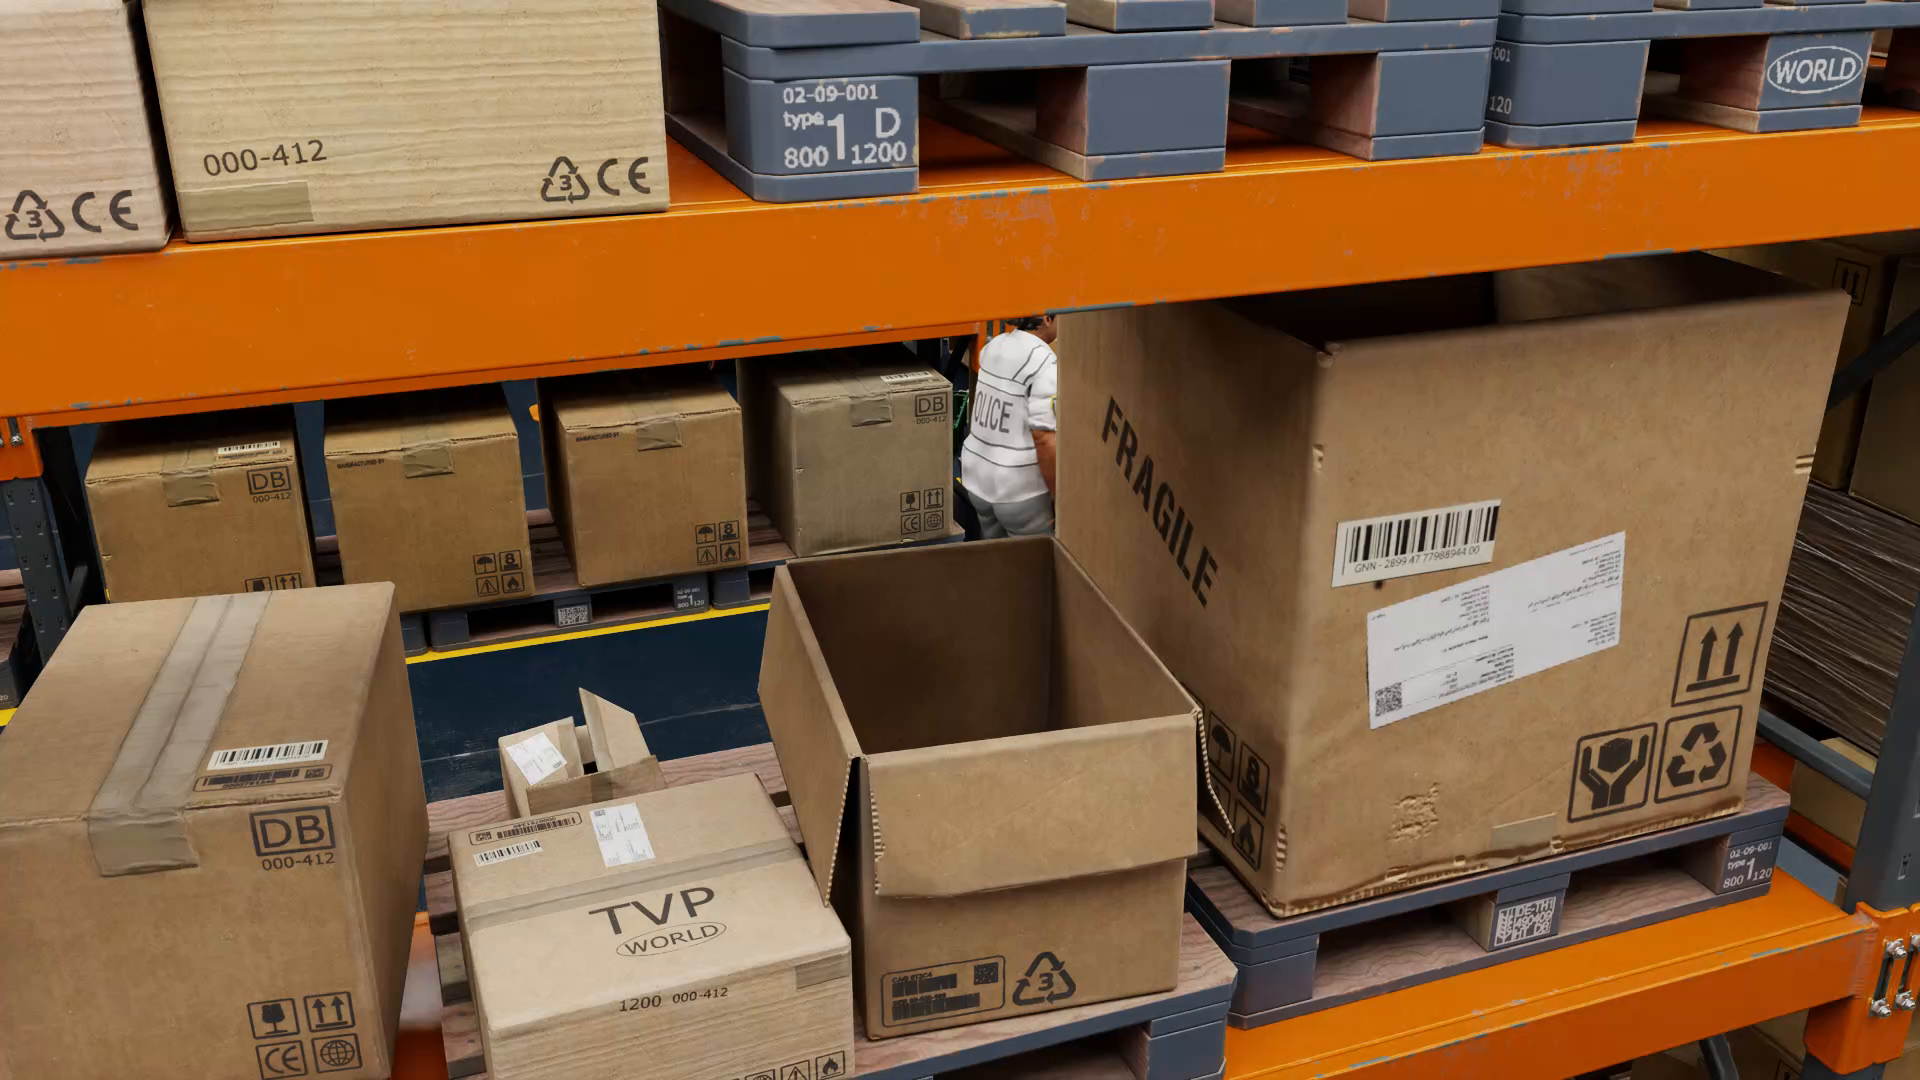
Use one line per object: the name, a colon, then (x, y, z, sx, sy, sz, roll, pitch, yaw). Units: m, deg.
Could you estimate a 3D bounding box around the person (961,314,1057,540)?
person: (0.268, -0.212, 6.594, 0.467, 1.665, 0.539, -14, 26, -29)
